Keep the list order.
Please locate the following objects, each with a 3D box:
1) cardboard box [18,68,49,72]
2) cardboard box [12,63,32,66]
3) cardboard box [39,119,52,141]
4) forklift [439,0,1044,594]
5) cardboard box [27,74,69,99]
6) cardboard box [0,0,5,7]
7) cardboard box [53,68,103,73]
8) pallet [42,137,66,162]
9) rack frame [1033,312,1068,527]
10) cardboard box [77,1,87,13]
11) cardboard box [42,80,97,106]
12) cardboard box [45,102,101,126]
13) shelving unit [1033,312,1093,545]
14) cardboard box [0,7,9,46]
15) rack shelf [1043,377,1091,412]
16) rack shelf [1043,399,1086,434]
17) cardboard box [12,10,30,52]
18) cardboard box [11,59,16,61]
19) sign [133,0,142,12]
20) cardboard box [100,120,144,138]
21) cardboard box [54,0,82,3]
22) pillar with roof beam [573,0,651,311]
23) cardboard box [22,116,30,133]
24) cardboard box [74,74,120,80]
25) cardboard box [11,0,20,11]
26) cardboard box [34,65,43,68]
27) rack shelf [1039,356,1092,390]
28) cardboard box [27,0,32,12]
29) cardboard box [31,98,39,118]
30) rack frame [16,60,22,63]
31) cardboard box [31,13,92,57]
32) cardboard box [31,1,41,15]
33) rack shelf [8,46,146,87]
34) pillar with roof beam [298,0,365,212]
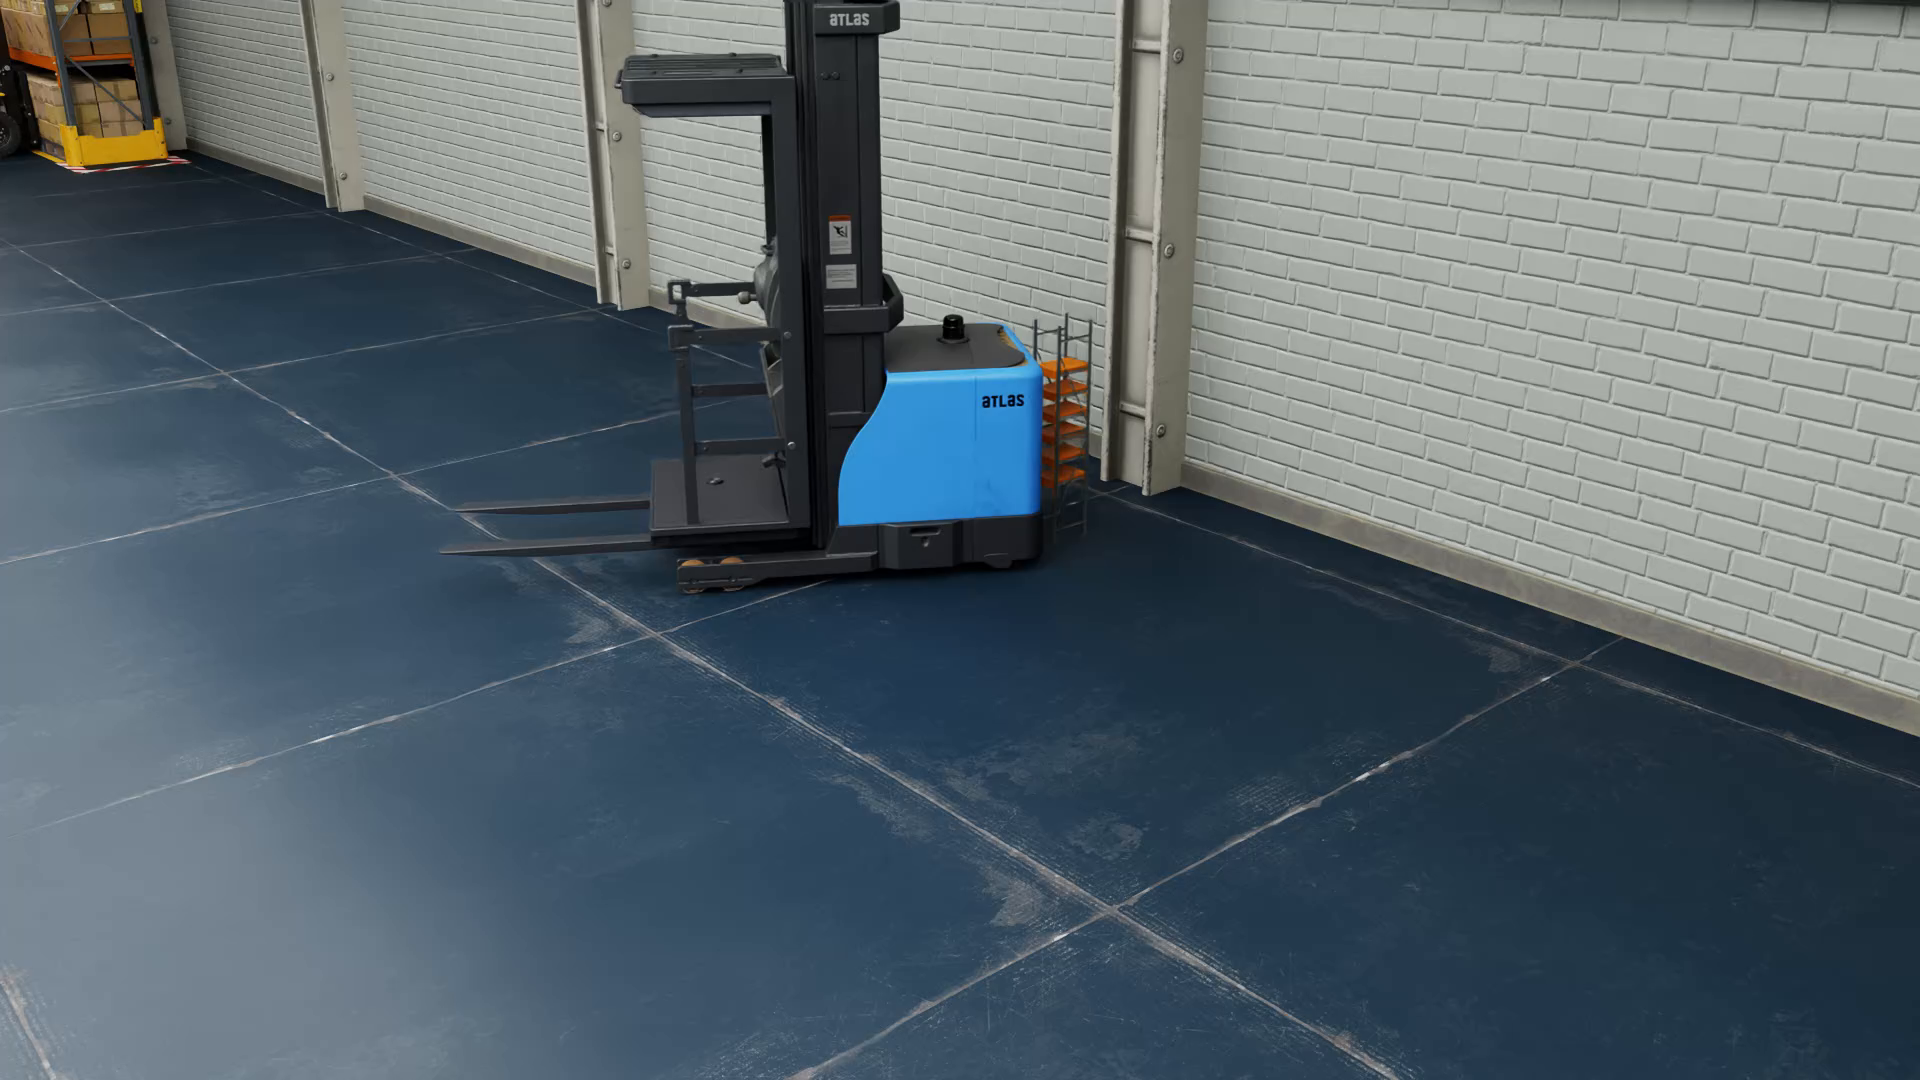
[{"bbox_3d":[-12.773,-6.307,22.797,0.500,0.250,0.500,-16,27,-36],"label":"cardboard box"},{"bbox_3d":[-13.433,-6.585,23.508,0.500,0.250,0.500,-18,28,-38],"label":"cardboard box"},{"bbox_3d":[-11.763,-5.417,21.897,0.500,0.250,0.500,-17,27,-37],"label":"cardboard box"},{"bbox_3d":[-1.135,-1.304,8.295,3.031,2.935,1.130,-3,22,-9],"label":"forklift"},{"bbox_3d":[-12.112,-6.018,22.060,0.500,0.250,0.500,-17,27,-37],"label":"cardboard box"},{"bbox_3d":[-12.688,-7.250,22.356,0.380,0.149,0.250,-19,28,-39],"label":"cardboard box"},{"bbox_3d":[-12.047,-6.288,22.748,0.500,0.250,0.500,-18,28,-38],"label":"cardboard box"},{"bbox_3d":[-11.431,-5.211,21.998,1.003,0.211,1.213,-17,27,-37],"label":"pallet"},{"bbox_3d":[0.476,-0.611,8.898,0.240,1.200,0.006,-17,27,-36],"label":"rack frame"},{"bbox_3d":[-11.134,-6.865,21.372,0.380,0.149,0.250,-17,27,-37],"label":"cardboard box"},{"bbox_3d":[-11.437,-5.742,21.354,0.500,0.250,0.500,-16,27,-36],"label":"cardboard box"},{"bbox_3d":[-11.455,-5.516,21.463,0.500,0.250,0.500,-18,28,-38],"label":"cardboard box"},{"bbox_3d":[0.535,-0.585,8.832,0.258,1.200,0.189,-17,27,-36],"label":"shelving unit"},{"bbox_3d":[-12.735,-6.995,22.594,0.500,0.500,0.500,-18,28,-38],"label":"cardboard box"},{"bbox_3d":[0.535,-0.767,8.761,0.258,0.103,0.180,-17,27,-36],"label":"rack shelf"},{"bbox_3d":[0.535,-0.655,8.805,0.258,0.103,0.180,-17,27,-36],"label":"rack shelf"},{"bbox_3d":[-12.087,-6.715,21.878,0.500,0.500,0.500,-18,28,-38],"label":"cardboard box"},{"bbox_3d":[-14.853,-7.068,25.596,0.875,0.625,0.625,-19,28,-40],"label":"cardboard box"},{"bbox_3d":[-10.476,-6.878,21.137,0.100,0.325,0.005,-17,27,-37],"label":"sign"},{"bbox_3d":[-11.072,-5.405,21.866,0.500,0.250,0.500,-17,27,-37],"label":"cardboard box"},{"bbox_3d":[-11.293,-6.844,20.910,0.380,0.149,0.250,-17,27,-37],"label":"cardboard box"},{"bbox_3d":[-6.100,-5.168,9.839,9.100,9.000,0.400,-17,27,-37],"label":"pillar with roof beam"},{"bbox_3d":[-12.439,-5.696,22.608,0.500,0.250,0.500,-16,27,-36],"label":"cardboard box"},{"bbox_3d":[-11.399,-6.004,22.023,0.500,0.250,0.500,-17,27,-37],"label":"cardboard box"},{"bbox_3d":[-12.194,-7.034,21.804,0.380,0.149,0.250,-17,27,-37],"label":"cardboard box"},{"bbox_3d":[-12.701,-6.567,23.462,0.500,0.250,0.500,-18,28,-38],"label":"cardboard box"},{"bbox_3d":[0.535,-0.879,8.717,0.258,0.103,0.180,-17,27,-36],"label":"rack shelf"},{"bbox_3d":[-11.804,-6.906,21.478,0.380,0.149,0.250,-18,27,-38],"label":"cardboard box"},{"bbox_3d":[-12.127,-5.795,22.175,0.500,0.250,0.500,-18,28,-39],"label":"cardboard box"},{"bbox_3d":[-13.511,-7.413,23.797,1.000,3.000,0.127,-17,27,-37],"label":"rack frame"},{"bbox_3d":[-11.420,-6.428,21.145,0.500,0.500,0.500,-18,28,-39],"label":"cardboard box"},{"bbox_3d":[-11.528,-6.749,21.076,0.380,0.149,0.250,-17,27,-37],"label":"cardboard box"},{"bbox_3d":[-12.205,-6.525,22.518,1.077,0.370,4.000,-17,27,-37],"label":"rack shelf"},{"bbox_3d":[-10.017,-6.826,14.072,9.100,9.000,0.400,-17,27,-37],"label":"pillar with roof beam"}]
